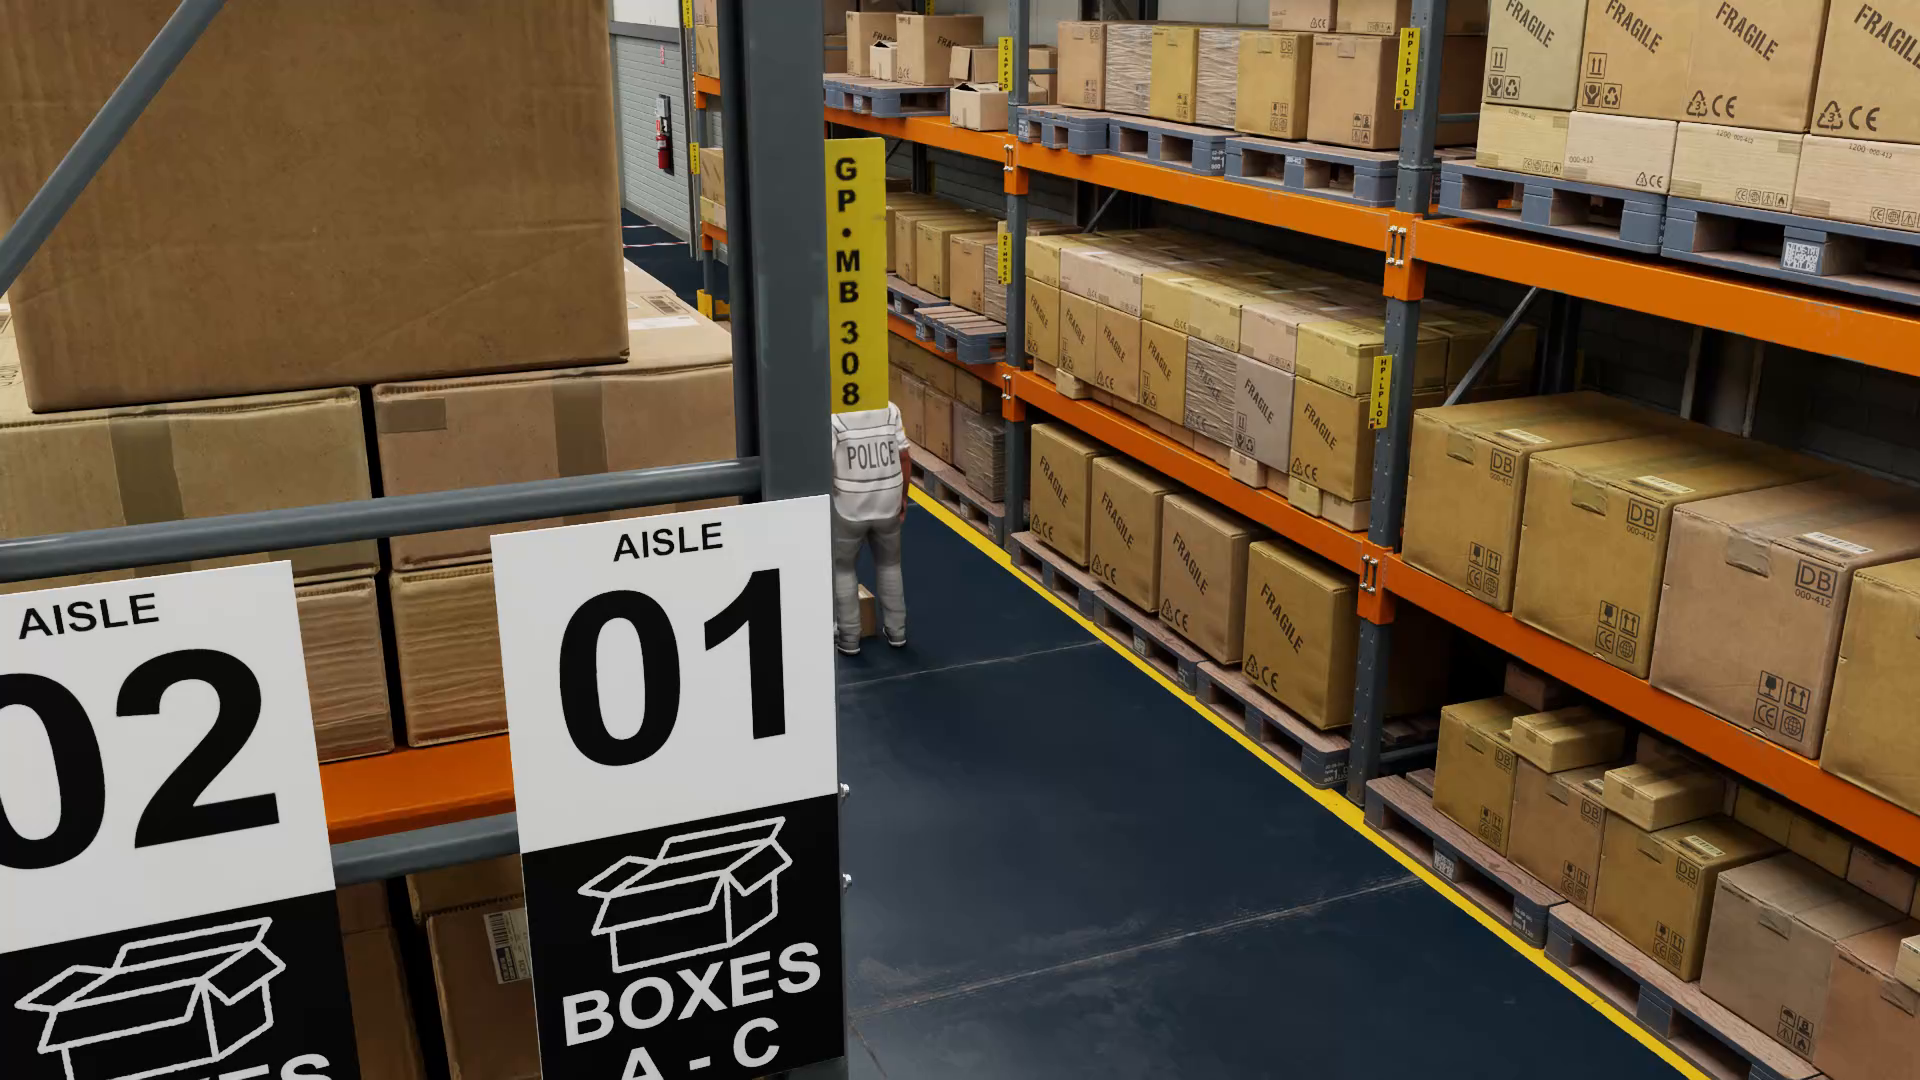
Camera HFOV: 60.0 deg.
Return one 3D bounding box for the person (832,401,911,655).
[{"bbox_3d":[-0.559,-0.193,9.621,0.588,1.748,0.434,-8,20,-22],"label":"person"}]
